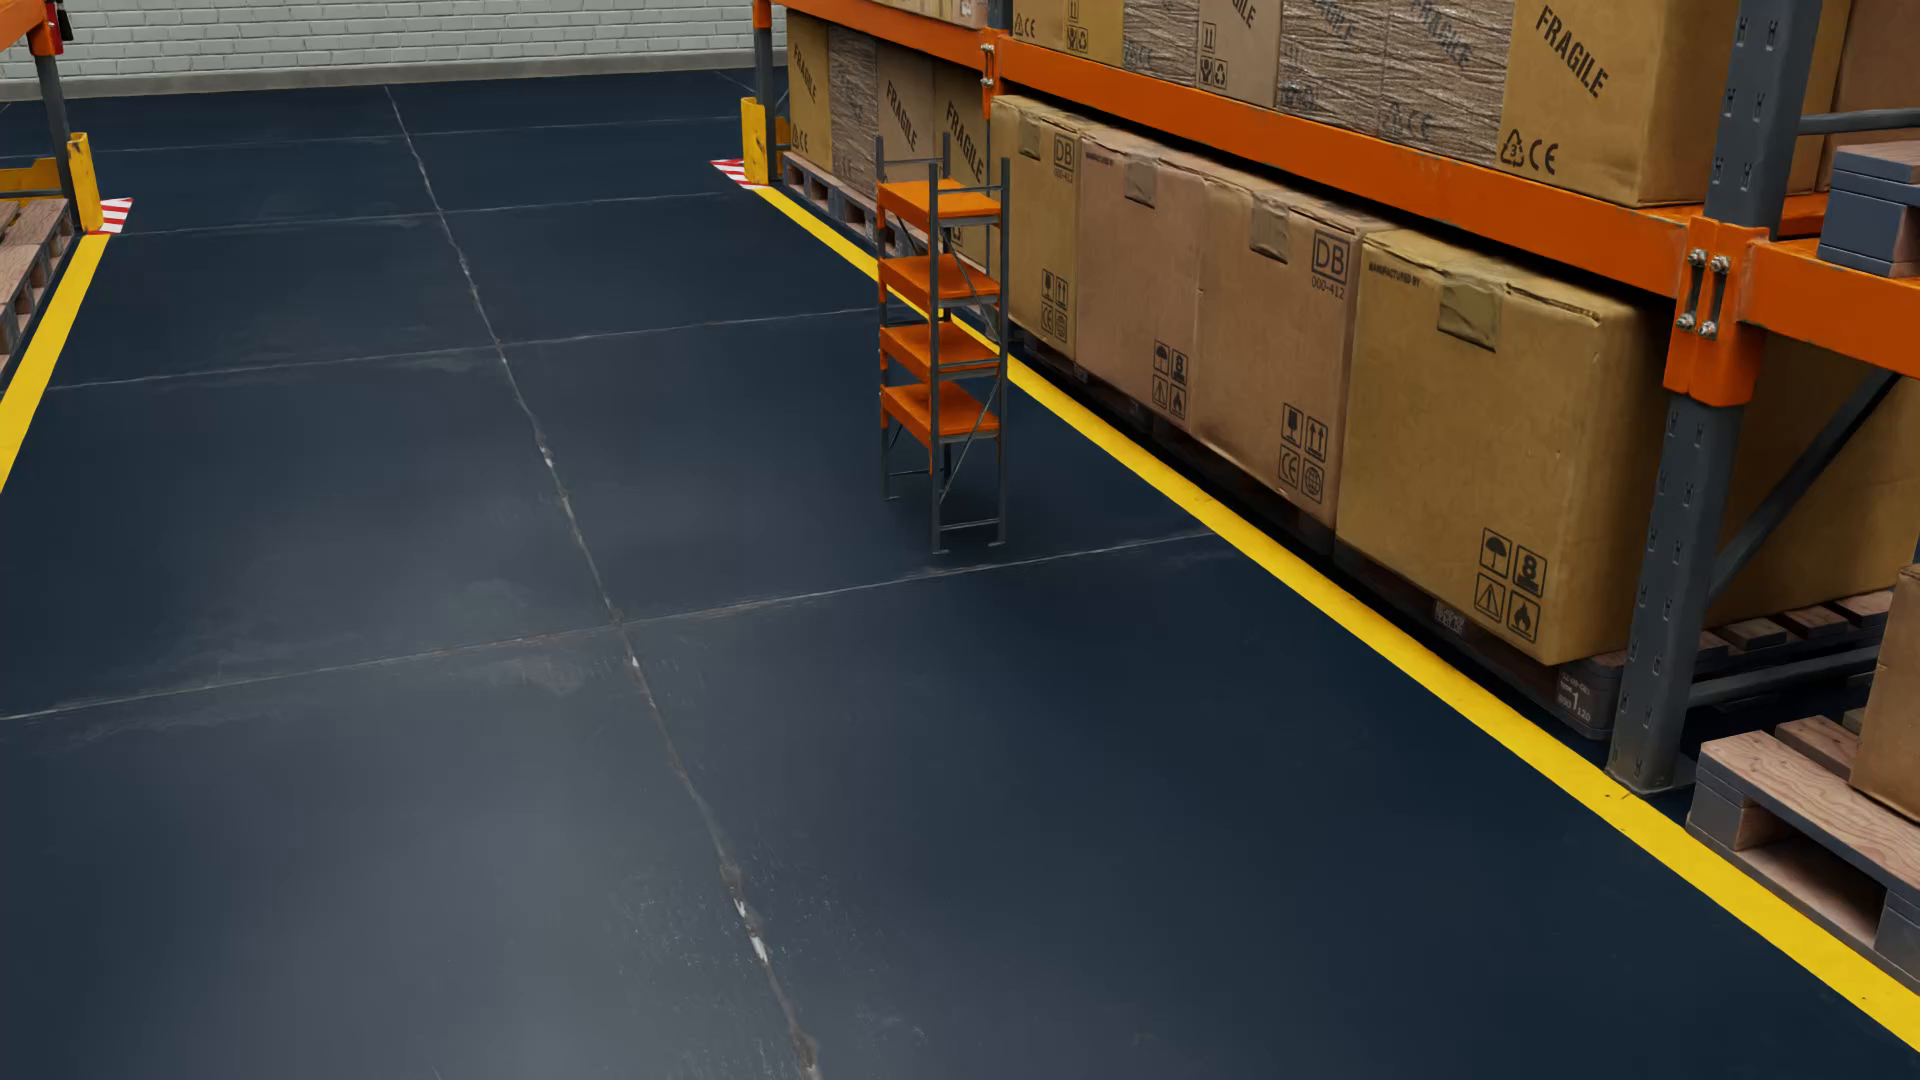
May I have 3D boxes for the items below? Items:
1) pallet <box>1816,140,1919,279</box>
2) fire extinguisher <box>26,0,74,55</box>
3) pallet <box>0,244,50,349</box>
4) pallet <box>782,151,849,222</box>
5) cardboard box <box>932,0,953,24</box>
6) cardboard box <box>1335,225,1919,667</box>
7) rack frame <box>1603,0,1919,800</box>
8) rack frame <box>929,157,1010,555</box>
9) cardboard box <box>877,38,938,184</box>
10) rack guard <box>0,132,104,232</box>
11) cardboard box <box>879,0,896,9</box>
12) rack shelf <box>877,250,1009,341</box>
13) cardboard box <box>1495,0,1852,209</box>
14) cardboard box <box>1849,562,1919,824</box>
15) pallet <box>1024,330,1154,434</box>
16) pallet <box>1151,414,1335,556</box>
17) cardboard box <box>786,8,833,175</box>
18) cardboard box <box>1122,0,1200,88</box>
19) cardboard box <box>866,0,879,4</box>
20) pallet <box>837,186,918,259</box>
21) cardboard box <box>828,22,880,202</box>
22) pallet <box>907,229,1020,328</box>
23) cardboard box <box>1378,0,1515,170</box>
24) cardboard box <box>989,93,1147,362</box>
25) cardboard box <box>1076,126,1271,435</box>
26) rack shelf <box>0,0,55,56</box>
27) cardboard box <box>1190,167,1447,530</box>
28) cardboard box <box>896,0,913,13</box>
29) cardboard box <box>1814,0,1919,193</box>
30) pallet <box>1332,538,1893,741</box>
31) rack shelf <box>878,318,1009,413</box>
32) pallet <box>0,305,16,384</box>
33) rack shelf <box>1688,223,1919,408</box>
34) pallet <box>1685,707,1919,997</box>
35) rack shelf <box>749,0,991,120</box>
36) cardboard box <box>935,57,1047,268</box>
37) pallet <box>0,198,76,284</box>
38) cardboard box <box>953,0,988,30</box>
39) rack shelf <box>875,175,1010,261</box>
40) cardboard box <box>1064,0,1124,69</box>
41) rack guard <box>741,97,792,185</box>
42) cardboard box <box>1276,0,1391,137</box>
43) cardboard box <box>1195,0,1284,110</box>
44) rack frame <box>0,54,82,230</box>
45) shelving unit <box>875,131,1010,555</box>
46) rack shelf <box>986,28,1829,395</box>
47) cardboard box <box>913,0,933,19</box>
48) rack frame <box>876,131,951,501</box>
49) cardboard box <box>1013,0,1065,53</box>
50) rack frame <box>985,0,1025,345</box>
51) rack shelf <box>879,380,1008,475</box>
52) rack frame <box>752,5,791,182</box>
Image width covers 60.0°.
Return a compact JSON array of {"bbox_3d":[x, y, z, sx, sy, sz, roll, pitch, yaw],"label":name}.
[{"bbox_3d":[2.366,-0.543,2.922,1.213,0.211,1.003,-8,24,-19],"label":"pallet"},{"bbox_3d":[-5.074,-3.012,9.114,0.296,0.674,0.183,-8,24,-19],"label":"fire extinguisher"},{"bbox_3d":[-4.763,-1.070,7.517,1.003,0.211,1.213,-8,24,-19],"label":"pallet"},{"bbox_3d":[-0.456,-2.217,10.239,1.003,0.211,1.213,-8,24,-19],"label":"pallet"},{"bbox_3d":[0.096,-2.372,7.340,0.380,0.149,0.250,-8,24,-18],"label":"cardboard box"},{"bbox_3d":[1.790,-0.343,4.397,1.225,0.875,0.875,-10,25,-21],"label":"cardboard box"},{"bbox_3d":[2.014,-0.875,3.465,1.000,3.000,0.127,-8,24,-19],"label":"rack frame"},{"bbox_3d":[0.028,-0.524,4.949,0.240,1.200,0.015,-8,24,-19],"label":"rack frame"},{"bbox_3d":[0.125,-2.121,8.615,0.875,0.875,0.875,-8,24,-19],"label":"cardboard box"},{"bbox_3d":[-5.466,-1.958,9.251,1.175,0.500,0.348,-8,24,-19],"label":"rack guard"},{"bbox_3d":[-0.177,-2.653,8.005,0.380,0.149,0.250,-8,24,-18],"label":"cardboard box"},{"bbox_3d":[-0.058,-0.757,5.099,0.258,0.148,0.480,-8,24,-19],"label":"rack shelf"},{"bbox_3d":[1.608,-1.067,3.790,0.500,0.500,0.500,-8,24,-17],"label":"cardboard box"},{"bbox_3d":[2.270,0.315,3.294,0.700,0.500,0.500,-10,25,-22],"label":"cardboard box"},{"bbox_3d":[0.944,-0.774,6.814,1.003,0.211,1.213,-8,24,-19],"label":"pallet"},{"bbox_3d":[1.379,-0.330,5.760,1.003,0.211,1.213,-8,24,-19],"label":"pallet"},{"bbox_3d":[-0.511,-2.775,10.167,0.875,0.875,0.875,-8,24,-19],"label":"cardboard box"},{"bbox_3d":[0.885,-1.809,5.551,0.500,0.500,0.500,-9,24,-20],"label":"cardboard box"},{"bbox_3d":[-0.267,-2.746,8.226,0.380,0.149,0.250,-9,24,-20],"label":"cardboard box"},{"bbox_3d":[-0.029,-1.775,9.189,1.003,0.211,1.213,-8,24,-19],"label":"pallet"},{"bbox_3d":[-0.190,-2.444,9.382,0.875,0.875,0.875,-8,24,-19],"label":"cardboard box"},{"bbox_3d":[0.406,-1.331,8.135,1.003,0.211,1.213,-8,24,-19],"label":"pallet"},{"bbox_3d":[1.437,-1.249,4.222,0.500,0.500,0.500,-9,24,-19],"label":"cardboard box"},{"bbox_3d":[0.846,-1.313,6.699,1.225,0.875,0.875,-8,24,-19],"label":"cardboard box"},{"bbox_3d":[1.162,-0.989,5.929,1.225,0.875,0.875,-9,25,-21],"label":"cardboard box"},{"bbox_3d":[-4.739,-2.044,7.164,1.077,0.370,4.000,-8,24,-19],"label":"rack shelf"},{"bbox_3d":[1.482,-0.668,5.168,1.225,0.875,0.875,-8,24,-19],"label":"cardboard box"},{"bbox_3d":[-0.086,-2.559,7.783,0.380,0.149,0.250,-8,24,-18],"label":"cardboard box"},{"bbox_3d":[2.097,-1.135,3.953,0.500,0.500,0.500,-8,24,-17],"label":"cardboard box"},{"bbox_3d":[1.806,0.113,4.710,1.003,0.211,1.213,-8,24,-19],"label":"pallet"},{"bbox_3d":[-0.058,-0.551,5.186,0.258,0.148,0.480,-8,24,-19],"label":"rack shelf"},{"bbox_3d":[-4.329,-0.626,6.463,1.003,0.211,1.213,-8,24,-19],"label":"pallet"},{"bbox_3d":[2.721,0.183,1.880,1.077,0.370,4.000,-8,24,-19],"label":"rack shelf"},{"bbox_3d":[2.289,0.694,3.332,1.003,0.211,1.213,-8,24,-19],"label":"pallet"},{"bbox_3d":[-0.105,-2.724,8.777,1.077,0.370,4.000,-8,24,-19],"label":"rack shelf"},{"bbox_3d":[0.443,-1.794,7.839,0.875,0.875,0.875,-8,24,-19],"label":"cardboard box"},{"bbox_3d":[-5.191,-1.513,8.567,1.003,0.211,1.213,-8,24,-19],"label":"pallet"},{"bbox_3d":[0.187,-2.279,7.118,0.380,0.149,0.250,-8,24,-19],"label":"cardboard box"},{"bbox_3d":[-0.058,-0.975,5.007,0.258,0.148,0.480,-8,24,-19],"label":"rack shelf"},{"bbox_3d":[0.708,-1.991,5.982,0.500,0.500,0.500,-8,24,-19],"label":"cardboard box"},{"bbox_3d":[-0.820,-2.639,10.867,1.175,0.500,0.348,-8,24,-19],"label":"rack guard"},{"bbox_3d":[1.251,-1.437,4.668,0.500,0.500,0.500,-9,25,-21],"label":"cardboard box"},{"bbox_3d":[1.072,-1.622,5.107,0.500,0.500,0.500,-8,24,-18],"label":"cardboard box"},{"bbox_3d":[-5.446,-3.102,8.749,1.000,3.000,0.127,-8,24,-19],"label":"rack frame"},{"bbox_3d":[-0.058,-0.613,5.160,0.258,1.200,0.503,-8,24,-19],"label":"shelving unit"},{"bbox_3d":[1.308,-1.270,5.328,1.077,0.370,4.000,-8,24,-19],"label":"rack shelf"},{"bbox_3d":[0.005,-2.466,7.561,0.380,0.149,0.250,-9,24,-20],"label":"cardboard box"},{"bbox_3d":[-0.145,-0.702,5.370,0.240,1.200,0.015,-8,24,-19],"label":"rack frame"},{"bbox_3d":[0.530,-2.173,6.416,0.500,0.500,0.500,-8,24,-19],"label":"cardboard box"},{"bbox_3d":[0.601,-2.329,6.913,1.000,3.000,0.127,-8,24,-19],"label":"rack frame"},{"bbox_3d":[-0.058,-0.368,5.263,0.258,0.148,0.480,-8,24,-19],"label":"rack shelf"},{"bbox_3d":[-0.812,-3.782,10.361,1.000,3.000,0.127,-8,24,-19],"label":"rack frame"}]
